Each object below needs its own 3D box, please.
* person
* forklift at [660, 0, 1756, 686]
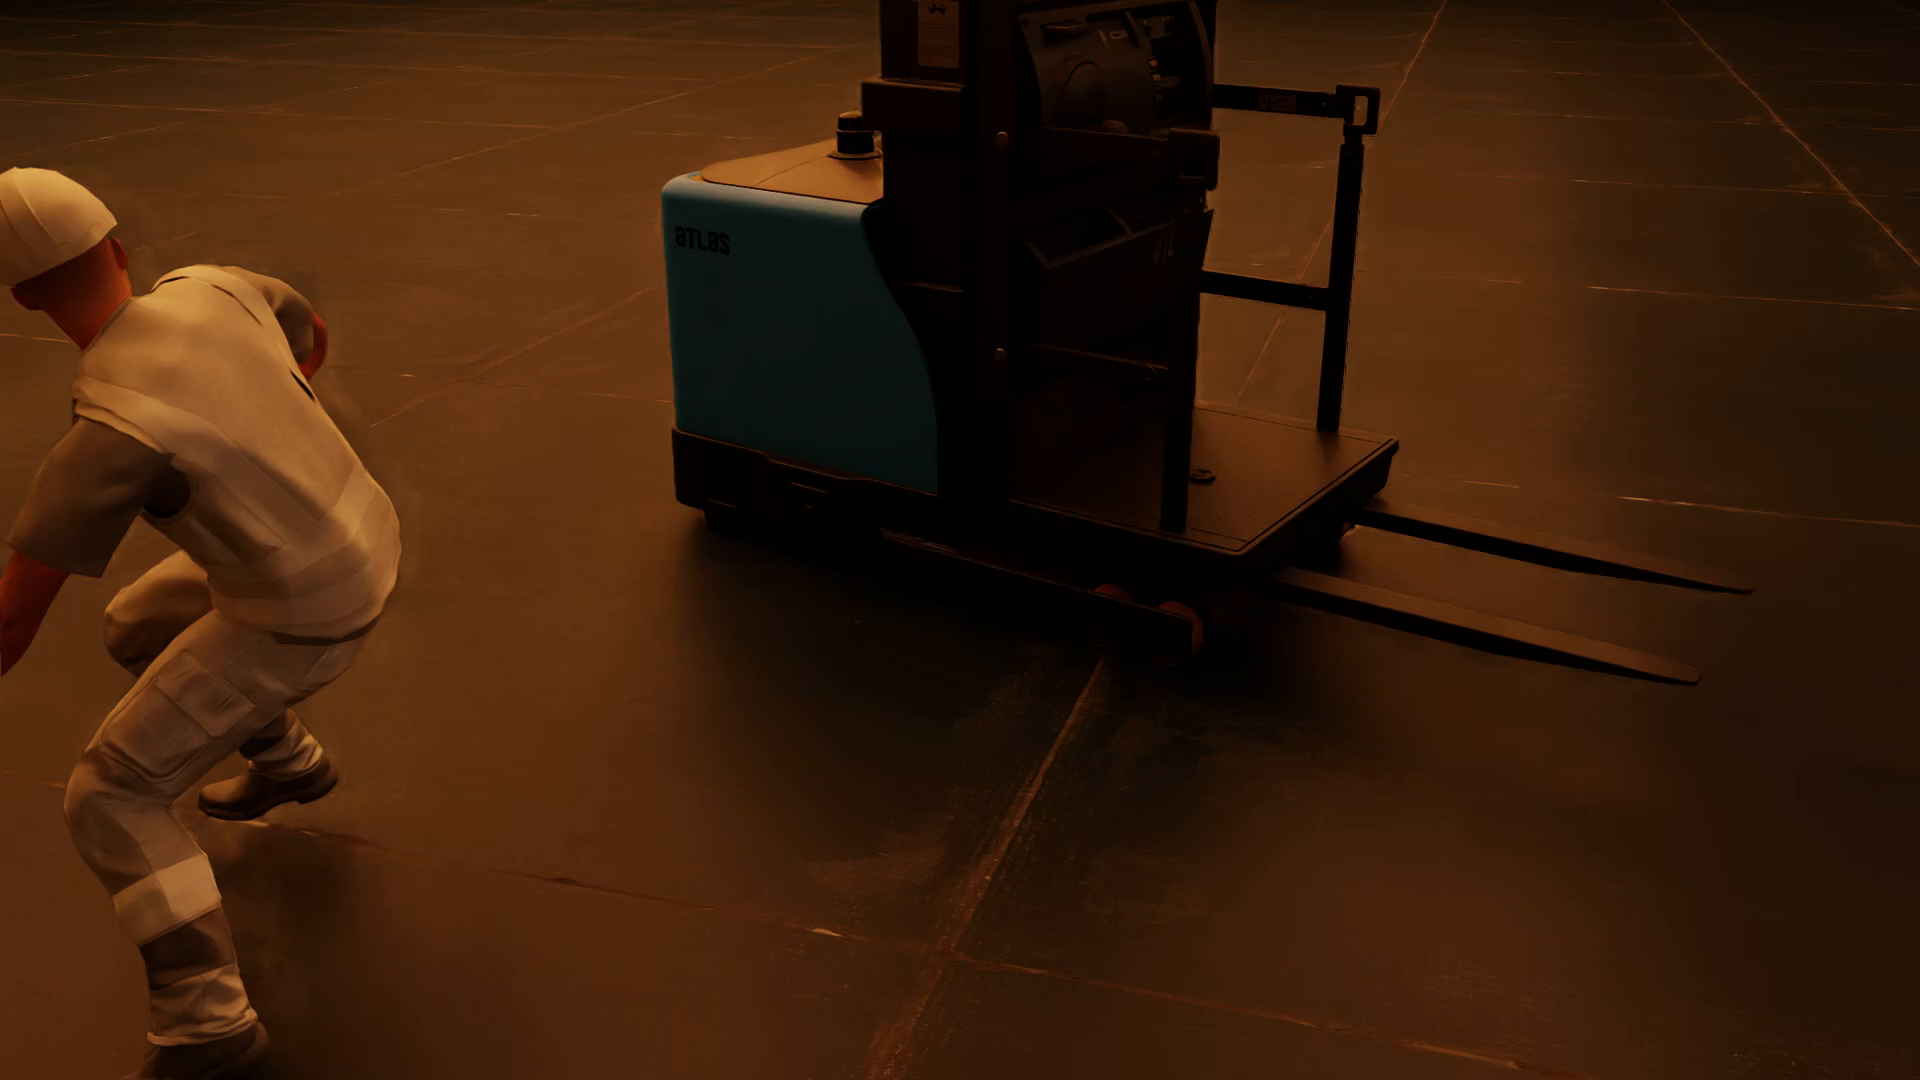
[{"bbox_3d":[-1.424,0.116,2.936,0.777,1.540,0.898,-1,22,-3],"label":"person"},{"bbox_3d":[0.602,-1.257,4.323,3.031,2.935,1.130,15,27,32],"label":"forklift"}]
